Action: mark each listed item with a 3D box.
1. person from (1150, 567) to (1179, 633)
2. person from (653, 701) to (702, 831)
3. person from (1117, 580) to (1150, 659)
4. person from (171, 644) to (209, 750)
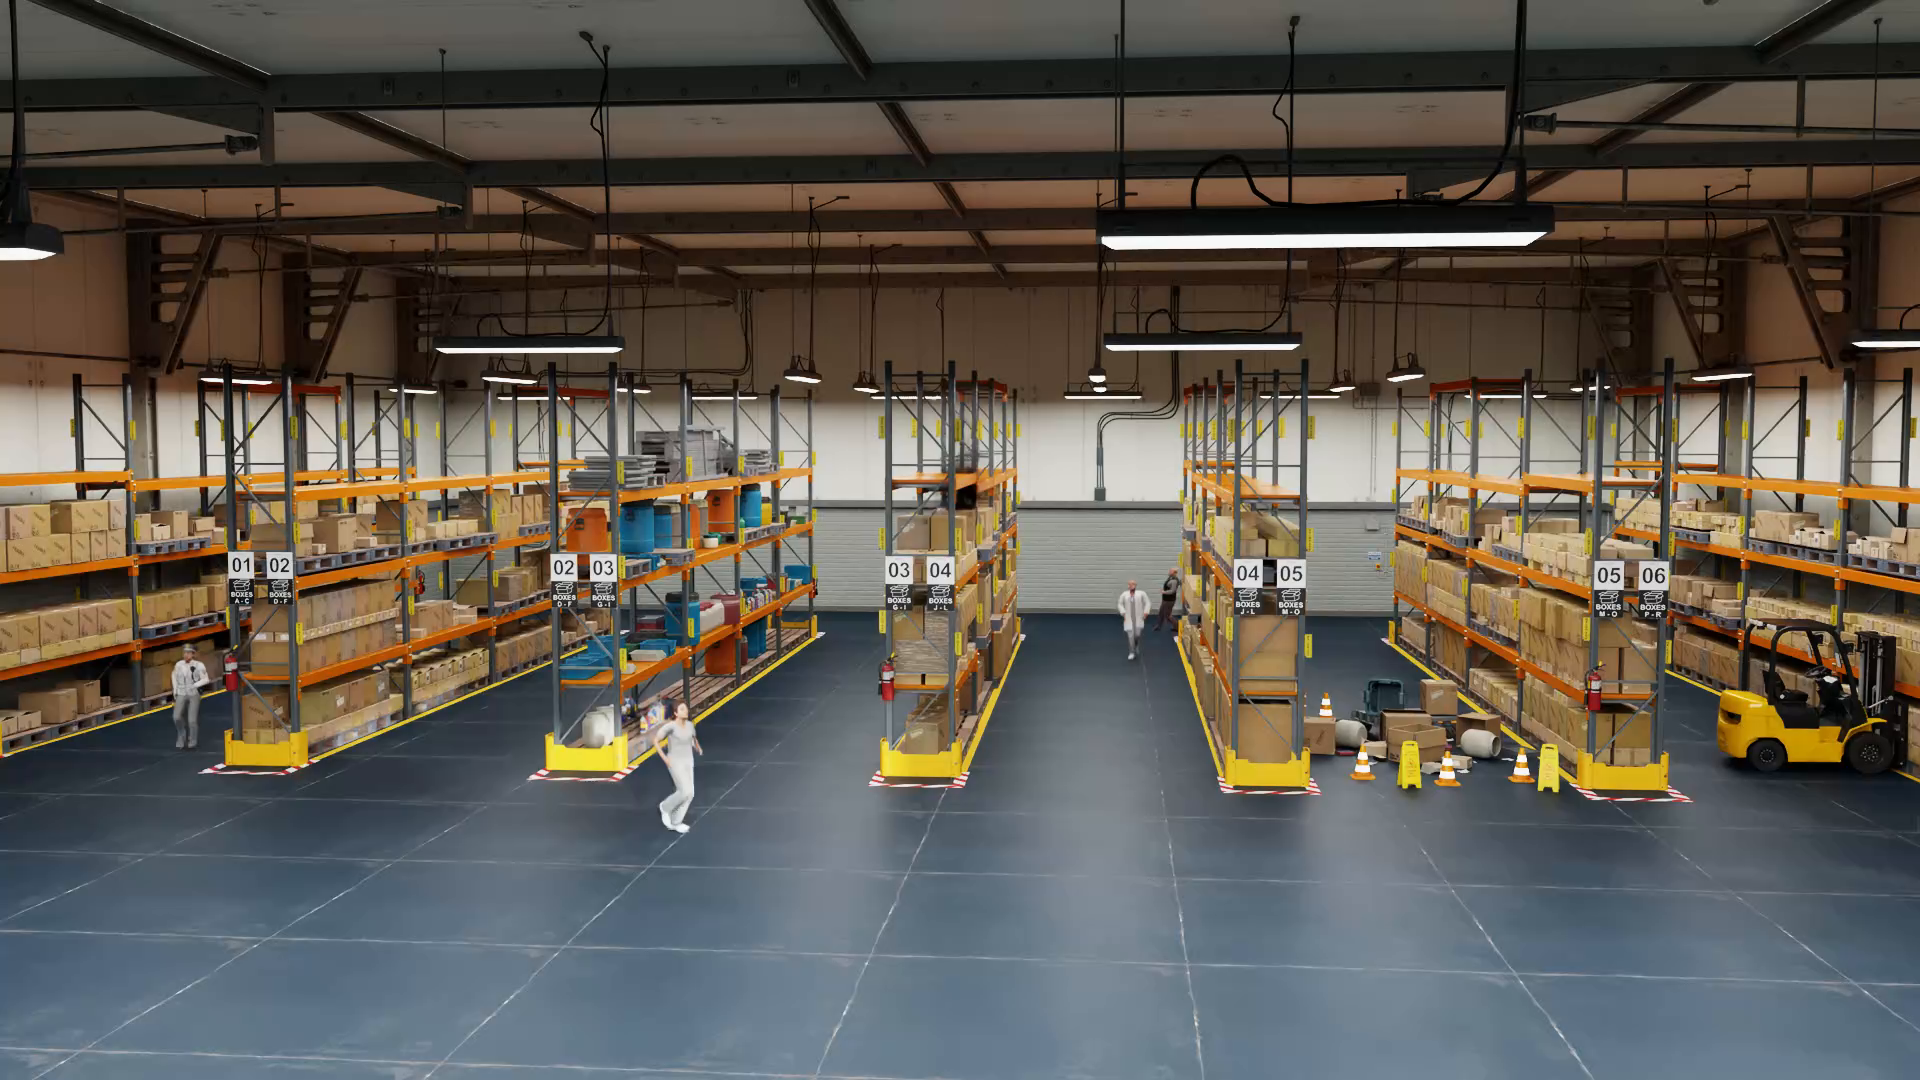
[{"bbox_3d":[5.059,1.485,40.795,0.784,1.677,0.780,0,4,6],"label":"person"},{"bbox_3d":[-3.470,2.819,20.723,0.527,1.638,0.609,3,5,38],"label":"person"},{"bbox_3d":[3.798,1.741,36.474,0.710,1.740,0.570,1,4,11],"label":"person"},{"bbox_3d":[-12.110,2.455,26.104,0.617,1.677,0.631,-1,4,-8],"label":"person"}]
